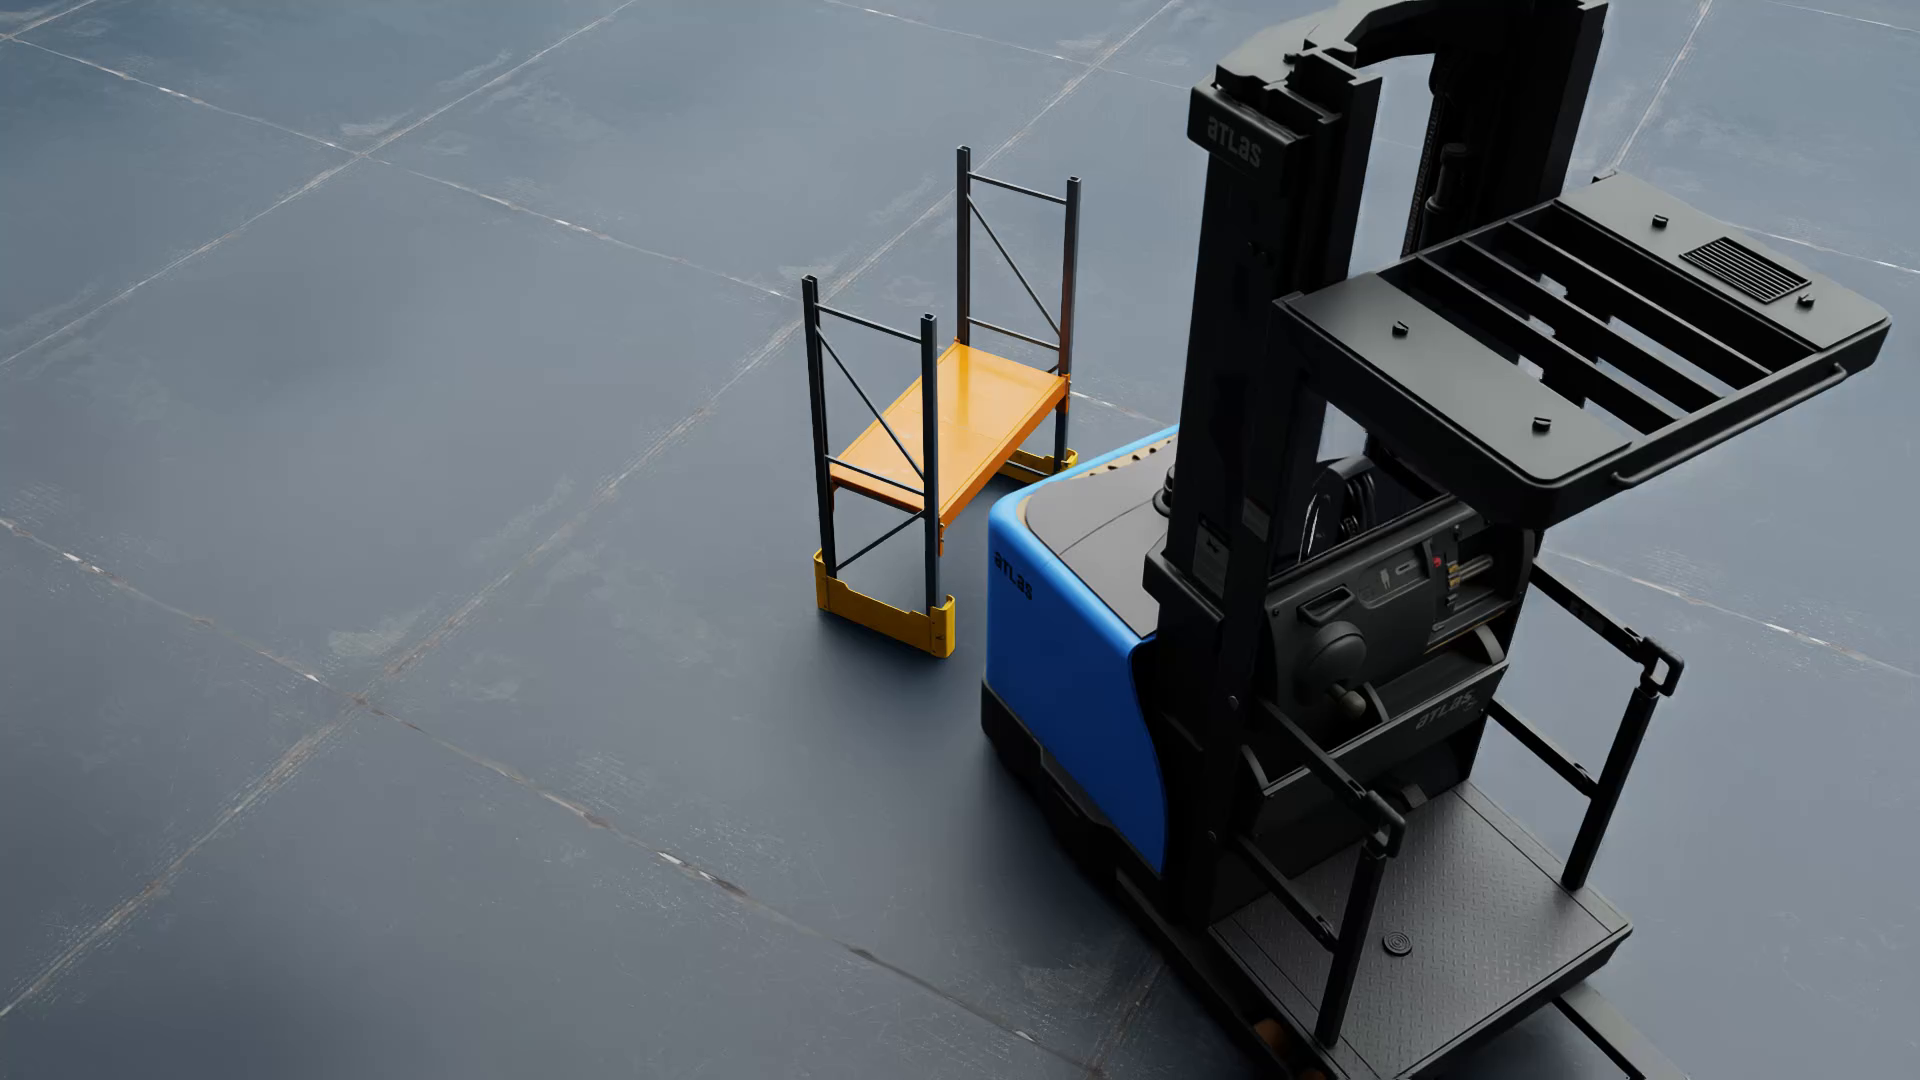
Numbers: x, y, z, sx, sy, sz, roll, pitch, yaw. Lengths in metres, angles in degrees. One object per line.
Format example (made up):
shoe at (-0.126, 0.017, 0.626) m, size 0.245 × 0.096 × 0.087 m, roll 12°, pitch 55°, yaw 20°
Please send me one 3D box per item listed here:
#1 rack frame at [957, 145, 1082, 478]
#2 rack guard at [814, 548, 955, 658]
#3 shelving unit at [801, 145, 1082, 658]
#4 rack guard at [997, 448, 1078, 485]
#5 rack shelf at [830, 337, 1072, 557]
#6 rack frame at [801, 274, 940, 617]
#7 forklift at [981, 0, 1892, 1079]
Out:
rack frame at (0.212, -0.805, 6.529) m, size 0.500 × 1.500 × 0.032 m, roll 21°, pitch 45°, yaw 22°
rack guard at (-0.287, 0.235, 6.294) m, size 0.587 × 0.250 × 0.087 m, roll 21°, pitch 45°, yaw 22°
shelving unit at (-0.038, -0.519, 6.205) m, size 0.587 × 1.500 × 1.083 m, roll 21°, pitch 45°, yaw 22°
rack guard at (0.211, -0.335, 6.941) m, size 0.587 × 0.250 × 0.087 m, roll 21°, pitch 45°, yaw 22°
rack shelf at (-0.043, -0.379, 6.318) m, size 0.538 × 0.185 × 1.000 m, roll 21°, pitch 45°, yaw 22°
rack frame at (-0.297, -0.223, 5.869) m, size 0.500 × 1.500 × 0.032 m, roll 21°, pitch 45°, yaw 22°
forklift at (1.290, 0.235, 4.265) m, size 1.130 × 2.935 × 3.031 m, roll -23°, pitch 46°, yaw -24°
